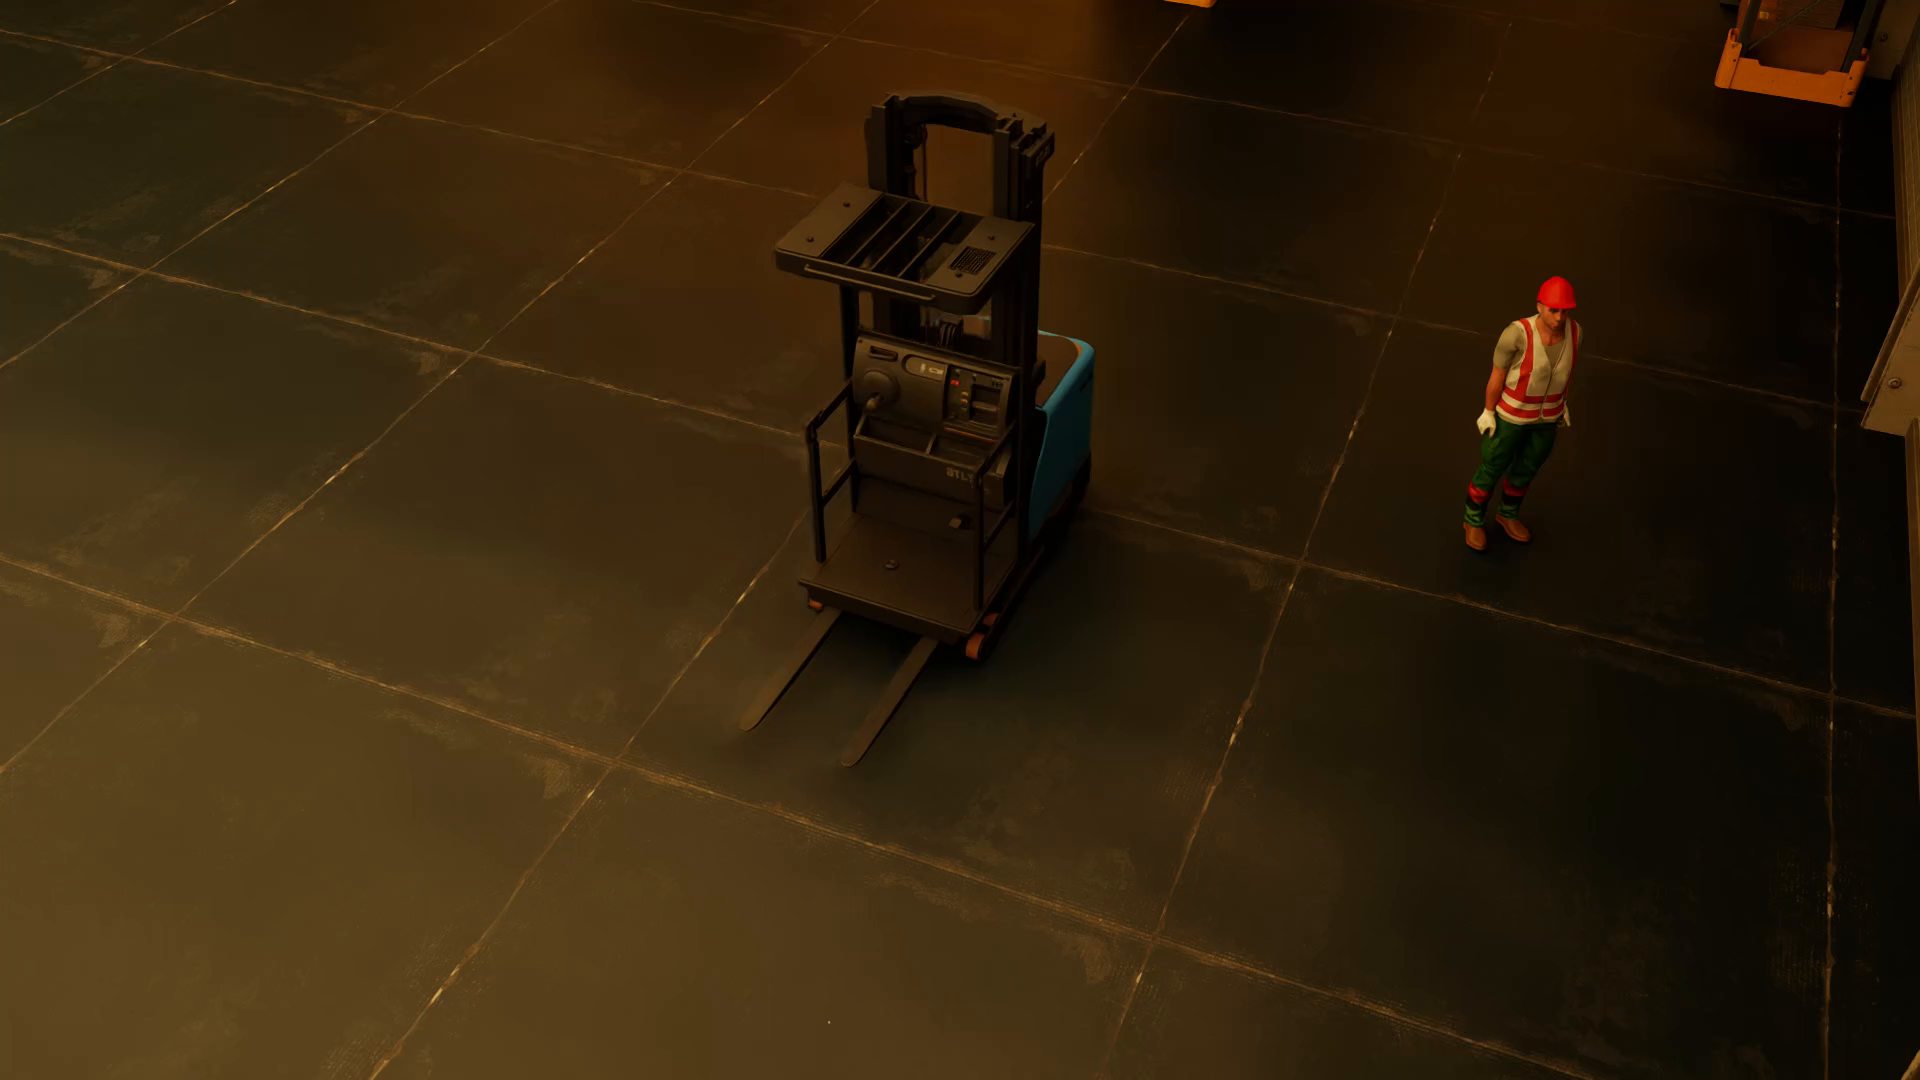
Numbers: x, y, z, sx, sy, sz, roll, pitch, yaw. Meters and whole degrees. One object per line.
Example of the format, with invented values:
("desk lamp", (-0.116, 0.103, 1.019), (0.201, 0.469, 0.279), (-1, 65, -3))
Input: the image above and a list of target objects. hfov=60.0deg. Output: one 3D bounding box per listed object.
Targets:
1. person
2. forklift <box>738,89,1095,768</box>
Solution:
("person", (3.336, -0.736, 9.775), (0.566, 1.795, 0.357), (-7, 40, -9))
("forklift", (-0.241, -0.757, 8.910), (1.130, 2.935, 3.031), (16, 43, 18))
